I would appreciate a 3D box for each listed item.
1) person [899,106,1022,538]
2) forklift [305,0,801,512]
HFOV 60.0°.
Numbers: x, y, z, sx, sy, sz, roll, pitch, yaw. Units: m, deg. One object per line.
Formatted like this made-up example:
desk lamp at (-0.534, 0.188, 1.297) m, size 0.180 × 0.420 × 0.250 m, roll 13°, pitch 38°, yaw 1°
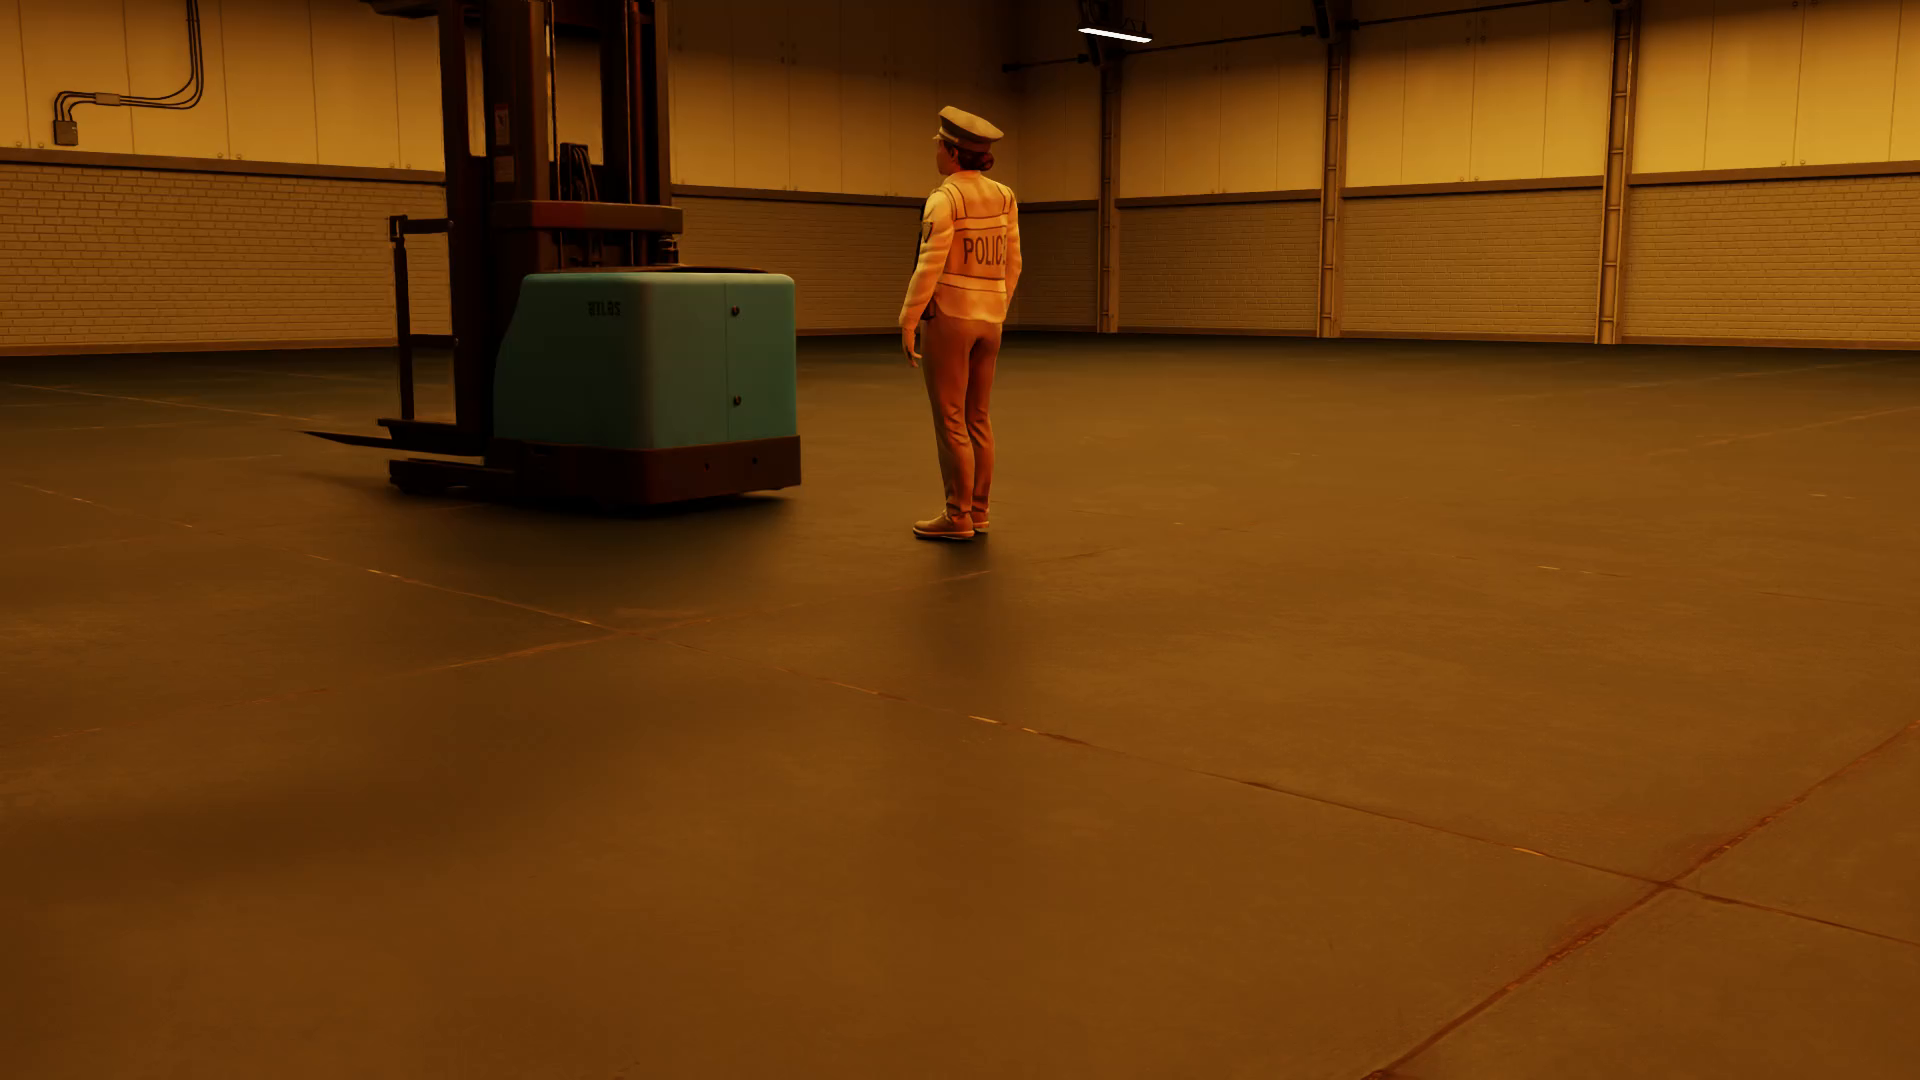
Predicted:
person at (-0.044, -0.853, 6.641) m, size 0.534 × 1.696 × 0.587 m, roll 8°, pitch 12°, yaw 43°
forklift at (-2.235, -1.727, 8.346) m, size 3.031 × 2.935 × 1.130 m, roll 7°, pitch 11°, yaw 38°
